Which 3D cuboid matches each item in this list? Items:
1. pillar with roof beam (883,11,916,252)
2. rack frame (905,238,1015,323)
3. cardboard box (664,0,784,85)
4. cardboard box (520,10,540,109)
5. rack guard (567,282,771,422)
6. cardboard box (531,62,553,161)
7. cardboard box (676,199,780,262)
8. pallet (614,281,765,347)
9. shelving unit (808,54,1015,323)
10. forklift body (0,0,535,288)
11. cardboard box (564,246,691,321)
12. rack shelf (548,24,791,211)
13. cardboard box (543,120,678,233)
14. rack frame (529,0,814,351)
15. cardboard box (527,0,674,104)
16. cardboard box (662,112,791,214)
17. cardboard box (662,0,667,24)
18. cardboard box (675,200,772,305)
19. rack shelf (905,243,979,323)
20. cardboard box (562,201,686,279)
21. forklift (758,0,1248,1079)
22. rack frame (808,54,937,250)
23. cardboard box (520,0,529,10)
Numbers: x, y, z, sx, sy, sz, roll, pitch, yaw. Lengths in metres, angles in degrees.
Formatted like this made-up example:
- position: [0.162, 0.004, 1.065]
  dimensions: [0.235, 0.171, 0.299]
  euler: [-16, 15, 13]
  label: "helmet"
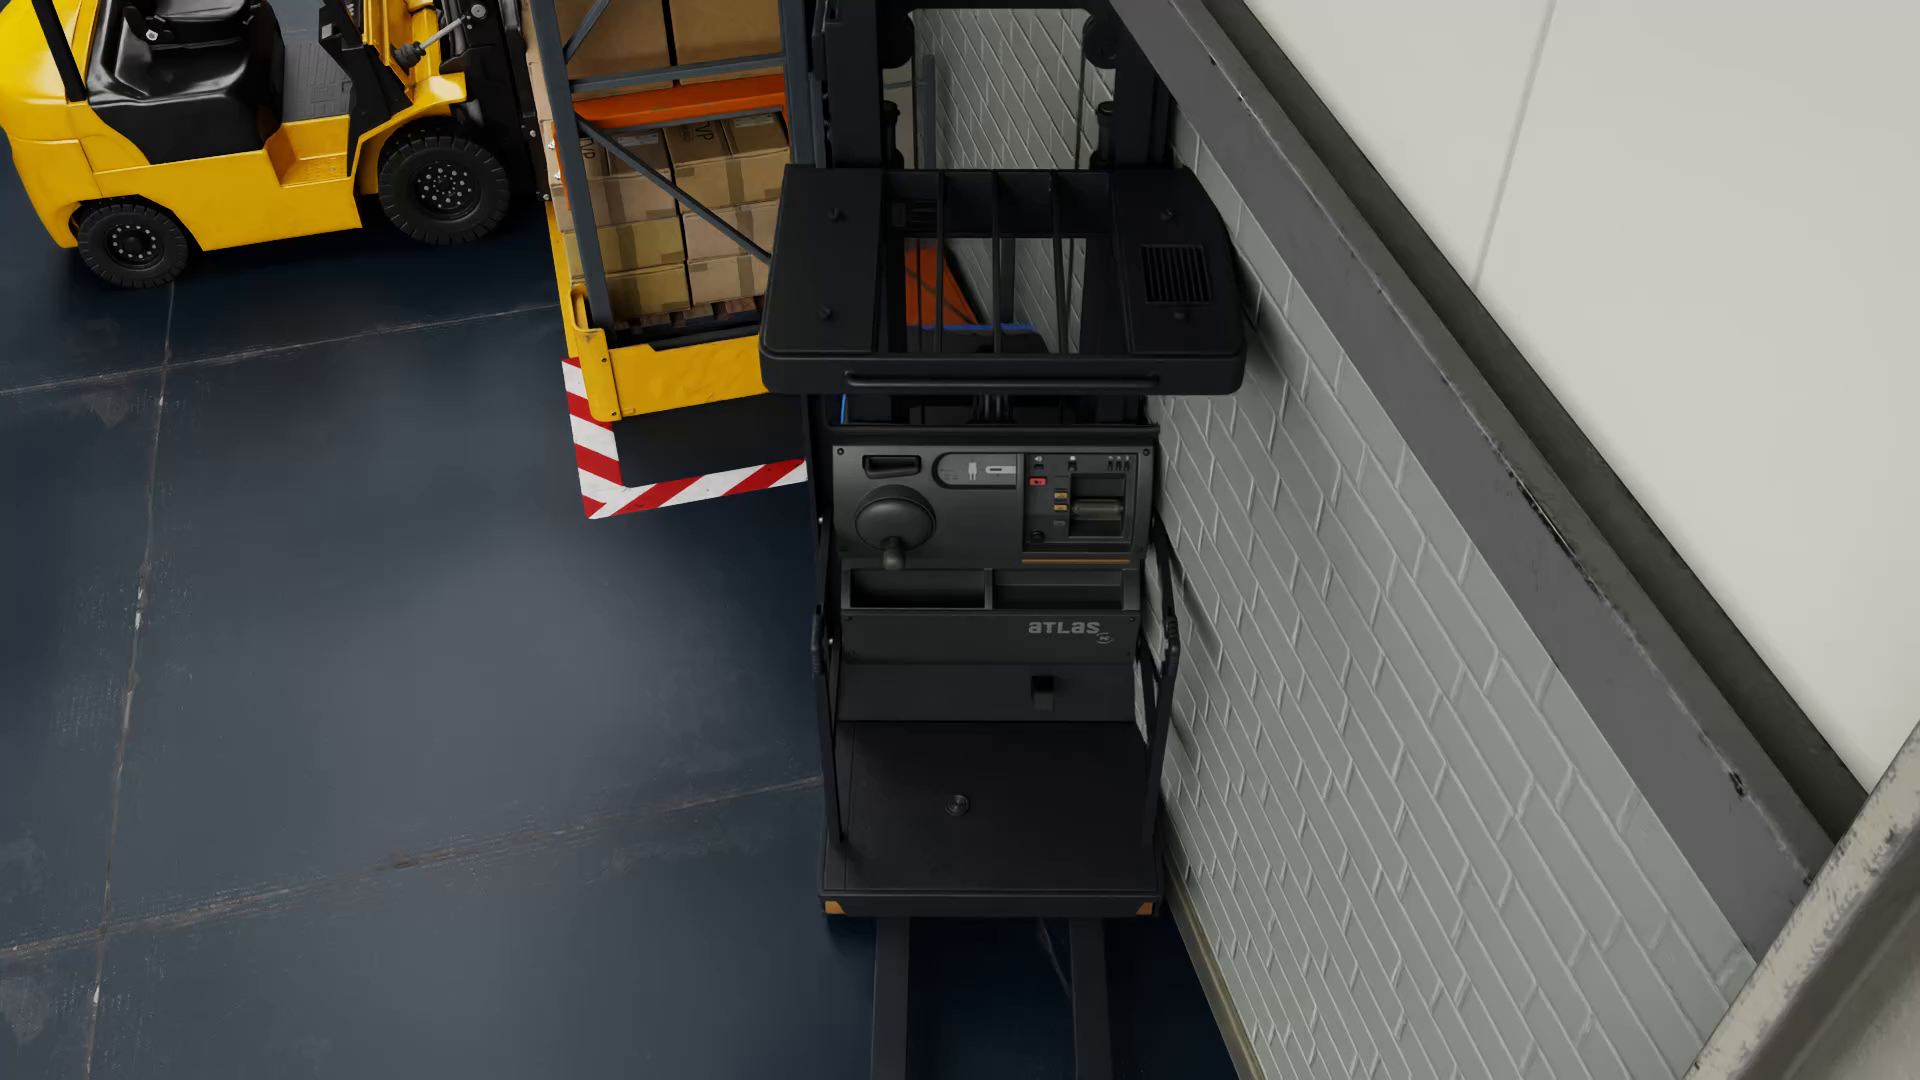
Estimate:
- position: [-4.553, -3.754, 4.129]
  dimensions: [9.100, 9.000, 0.400]
  euler: [-11, 47, -10]
  label: "pillar with roof beam"
- position: [-0.047, -0.637, 6.244]
  dimensions: [0.500, 1.500, 0.032]
  euler: [-12, 44, -12]
  label: "rack frame"
- position: [-0.943, -2.224, 6.759]
  dimensions: [0.500, 0.500, 0.500]
  euler: [-9, 46, -9]
  label: "cardboard box"
- position: [-1.779, -2.290, 7.825]
  dimensions: [0.500, 0.250, 0.500]
  euler: [-10, 46, -10]
  label: "cardboard box"
- position: [-1.078, -0.905, 7.287]
  dimensions: [1.175, 0.500, 0.348]
  euler: [-11, 47, -10]
  label: "rack guard"
- position: [-1.640, -1.943, 7.485]
  dimensions: [0.500, 0.250, 0.500]
  euler: [-10, 46, -10]
  label: "cardboard box"
- position: [-1.004, -1.518, 7.419]
  dimensions: [0.500, 0.250, 0.500]
  euler: [-10, 46, -10]
  label: "cardboard box"
- position: [-1.321, -1.341, 7.916]
  dimensions: [1.003, 0.211, 1.213]
  euler: [-11, 47, -10]
  label: "pallet"
- position: [-0.198, -0.971, 6.609]
  dimensions: [0.587, 1.500, 1.083]
  euler: [-12, 44, -12]
  label: "shelving unit"
- position: [-3.333, -2.475, 7.669]
  dimensions: [2.313, 2.155, 1.214]
  euler: [-11, 47, -10]
  label: "forklift body"
- position: [-1.510, -1.247, 7.503]
  dimensions: [0.500, 0.250, 0.500]
  euler: [-10, 46, -10]
  label: "cardboard box"
- position: [-1.596, -2.925, 8.020]
  dimensions: [1.077, 0.370, 4.000]
  euler: [-11, 47, -10]
  label: "rack shelf"
- position: [-1.504, -1.592, 7.141]
  dimensions: [0.500, 0.250, 0.500]
  euler: [-9, 46, -9]
  label: "cardboard box"
- position: [-1.084, -1.796, 6.410]
  dimensions: [1.000, 3.000, 0.127]
  euler: [-11, 47, -10]
  label: "rack frame"
- position: [-1.464, -2.123, 6.660]
  dimensions: [0.500, 0.500, 0.500]
  euler: [-12, 47, -11]
  label: "cardboard box"
- position: [-1.024, -1.697, 7.244]
  dimensions: [0.500, 0.250, 0.500]
  euler: [-11, 47, -11]
  label: "cardboard box"
- position: [-1.097, -2.580, 7.108]
  dimensions: [0.500, 0.500, 0.500]
  euler: [-9, 46, -9]
  label: "cardboard box"
- position: [-1.021, -1.356, 7.609]
  dimensions: [0.500, 0.250, 0.500]
  euler: [-11, 47, -10]
  label: "cardboard box"
- position: [-0.195, -0.832, 6.724]
  dimensions: [0.538, 0.185, 1.000]
  euler: [-12, 44, -12]
  label: "rack shelf"
- position: [-1.511, -1.435, 7.337]
  dimensions: [0.500, 0.250, 0.500]
  euler: [-11, 47, -11]
  label: "cardboard box"
- position: [0.097, -0.011, 4.709]
  dimensions: [1.130, 2.935, 3.031]
  euler: [0, 46, 0]
  label: "forklift"
- position: [-0.343, -1.293, 6.962]
  dimensions: [0.500, 1.500, 0.032]
  euler: [-12, 44, -12]
  label: "rack frame"
- position: [-1.901, -2.641, 8.169]
  dimensions: [0.500, 0.250, 0.500]
  euler: [-12, 47, -11]
  label: "cardboard box"
